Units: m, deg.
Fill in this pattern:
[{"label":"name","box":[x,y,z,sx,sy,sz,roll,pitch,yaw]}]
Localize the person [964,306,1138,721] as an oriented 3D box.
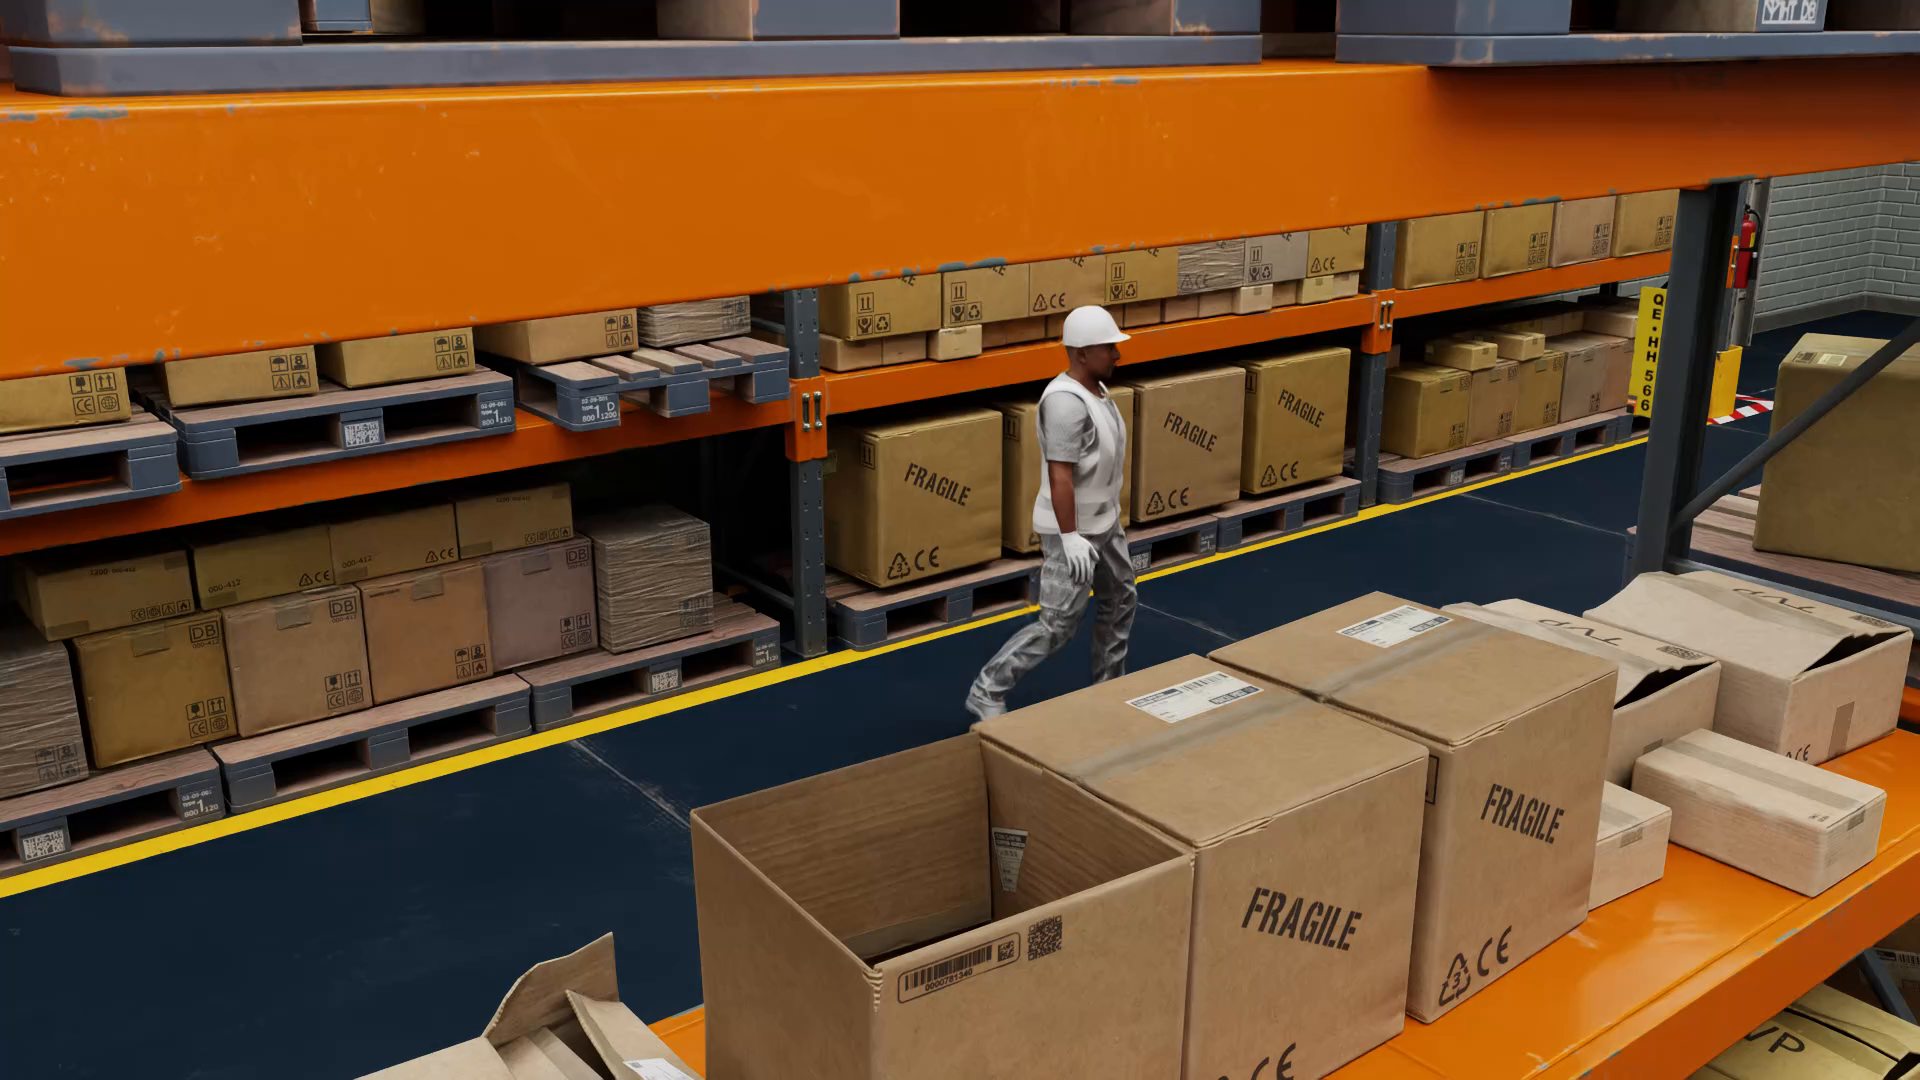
[{"label":"person","box":[0.446,-0.060,6.713,0.778,1.766,0.671,5,18,16]}]
